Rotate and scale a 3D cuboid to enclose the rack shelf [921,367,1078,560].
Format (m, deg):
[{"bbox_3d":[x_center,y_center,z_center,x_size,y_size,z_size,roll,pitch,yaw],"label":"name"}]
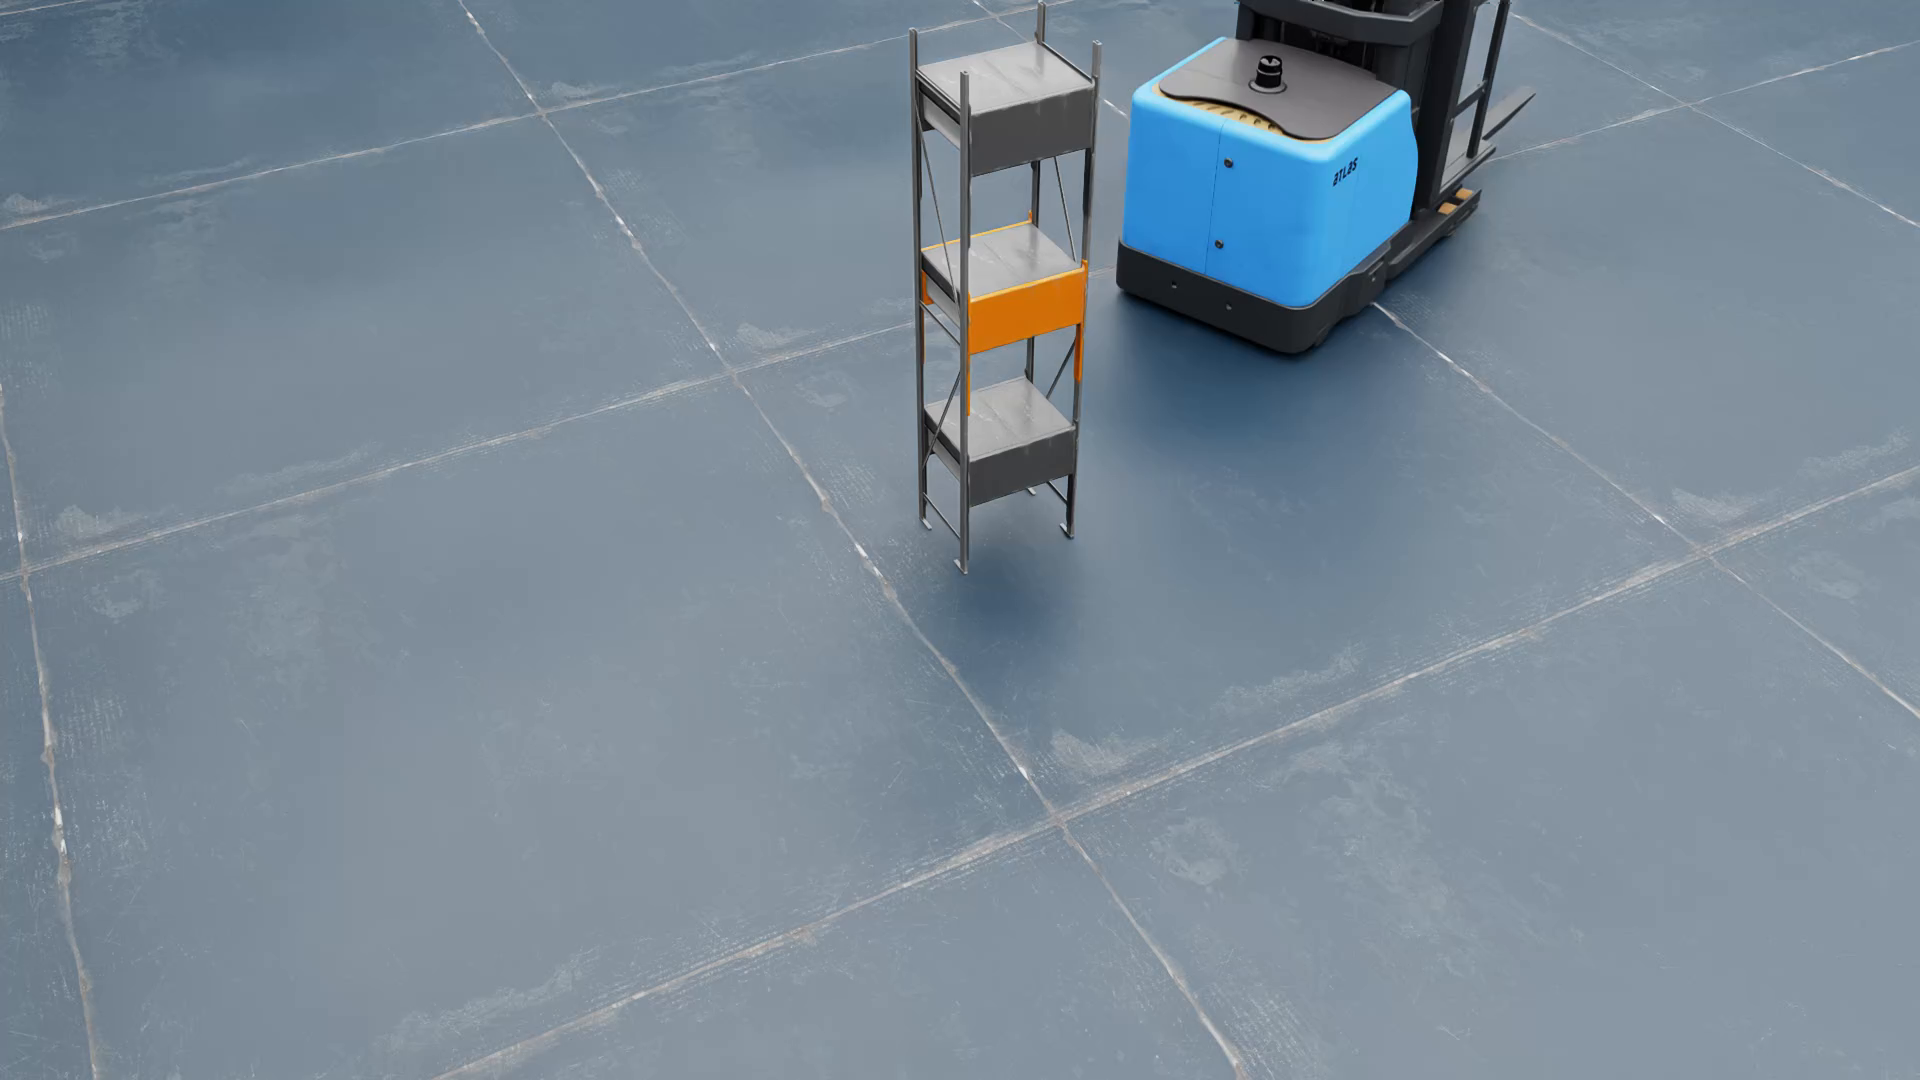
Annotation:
[{"bbox_3d":[0.147,-0.306,6.591,0.480,0.518,0.431,-19,44,-21],"label":"rack shelf"}]

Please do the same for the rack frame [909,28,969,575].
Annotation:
[{"bbox_3d":[-0.070,-0.778,6.044,0.015,2.100,0.400,-19,44,-21],"label":"rack frame"}]

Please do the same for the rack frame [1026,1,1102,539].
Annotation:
[{"bbox_3d":[0.363,-0.924,6.216,0.015,2.100,0.400,-19,44,-21],"label":"rack frame"}]

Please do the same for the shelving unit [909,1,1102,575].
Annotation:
[{"bbox_3d":[0.147,-0.851,6.130,0.503,2.100,0.431,-19,44,-21],"label":"shelving unit"}]

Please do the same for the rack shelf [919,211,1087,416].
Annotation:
[{"bbox_3d":[0.147,-0.840,6.139,0.480,0.518,0.431,-19,44,-21],"label":"rack shelf"}]

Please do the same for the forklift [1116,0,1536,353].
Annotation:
[{"bbox_3d":[2.069,-2.873,7.876,1.130,2.935,3.031,27,47,28],"label":"forklift"}]

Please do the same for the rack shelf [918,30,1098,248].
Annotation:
[{"bbox_3d":[0.147,-1.375,5.687,0.480,0.518,0.431,-19,44,-21],"label":"rack shelf"}]
